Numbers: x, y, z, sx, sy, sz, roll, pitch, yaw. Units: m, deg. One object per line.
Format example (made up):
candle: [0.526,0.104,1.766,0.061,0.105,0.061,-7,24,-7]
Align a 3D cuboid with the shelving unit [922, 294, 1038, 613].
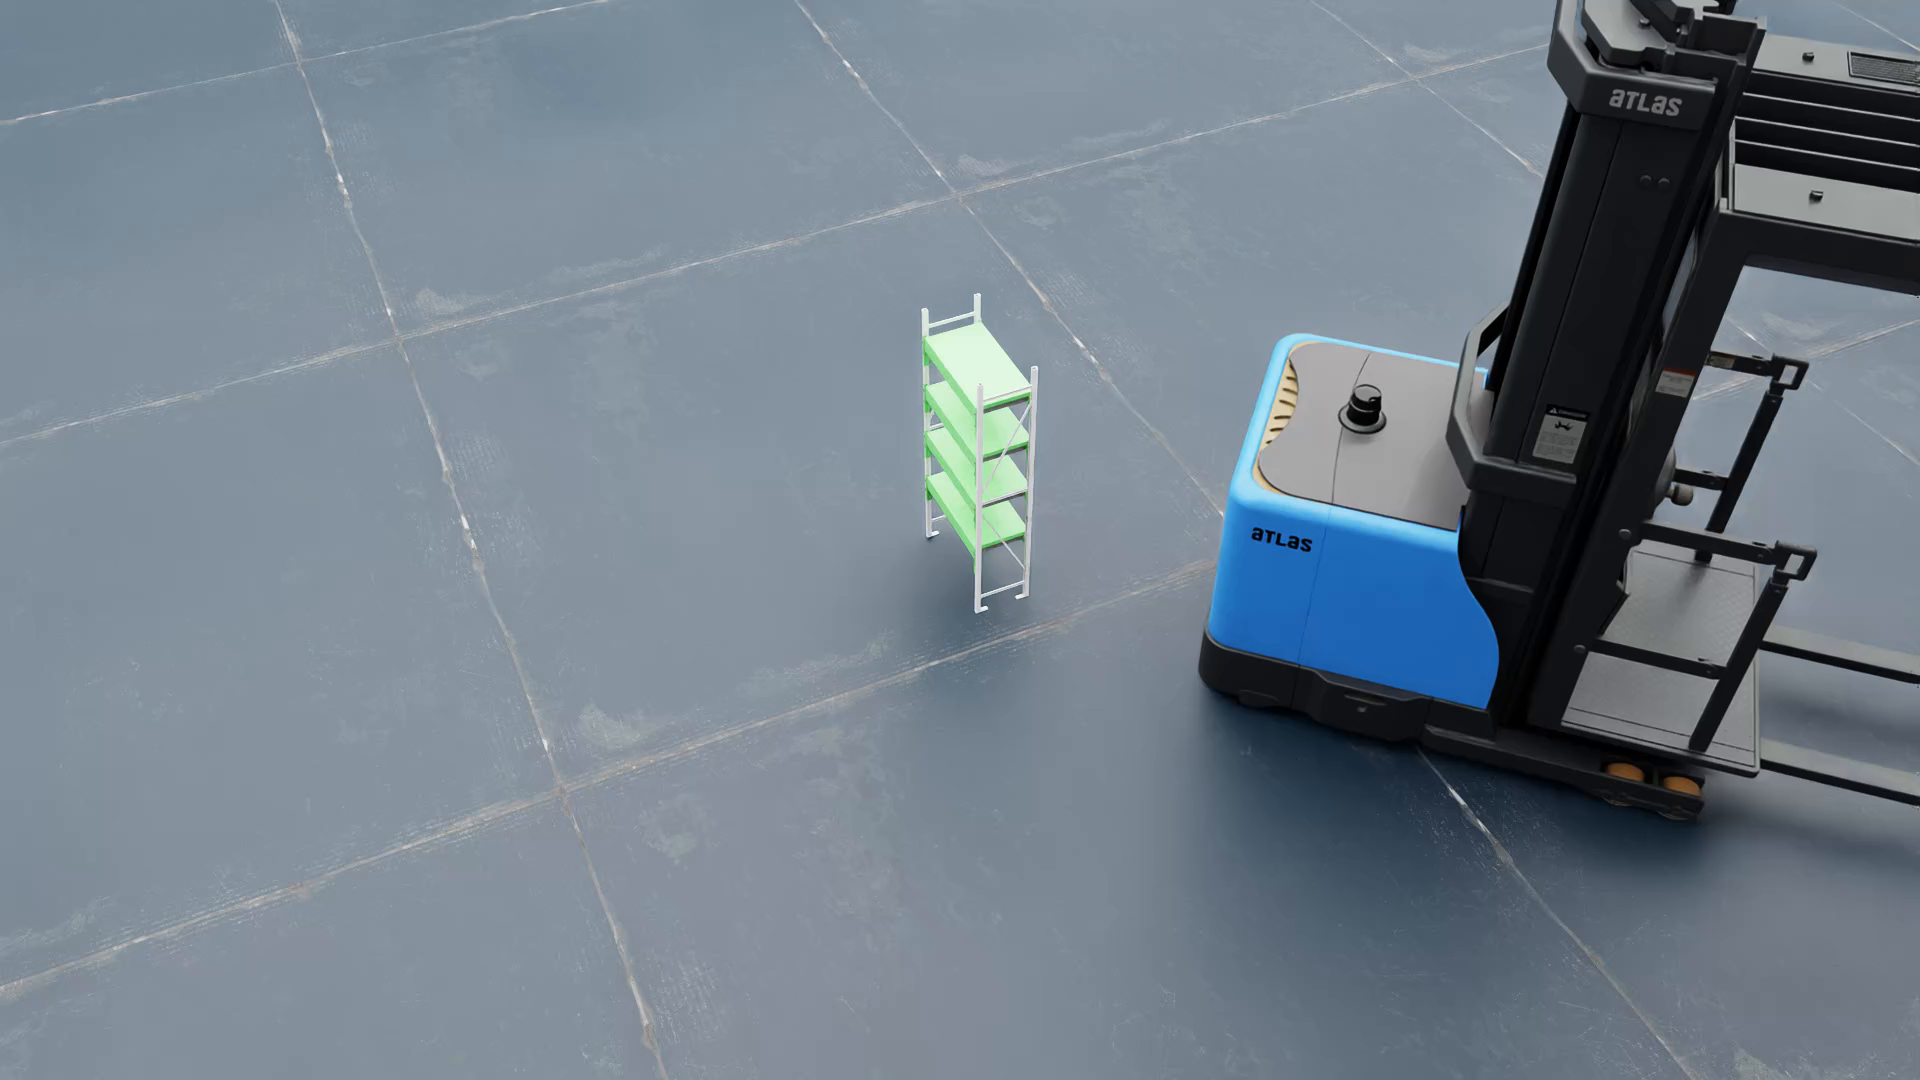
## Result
shelving unit: [0.070,-0.322,6.591,0.258,1.200,0.503,-18,47,-17]

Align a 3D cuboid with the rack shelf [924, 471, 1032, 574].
rack shelf: [0.070,-0.105,6.804,0.258,0.148,0.480,-18,47,-17]

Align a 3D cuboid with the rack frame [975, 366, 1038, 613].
rack frame: [0.172,-0.166,6.433,0.240,1.200,0.015,-18,47,-17]

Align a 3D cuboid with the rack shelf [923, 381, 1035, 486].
rack shelf: [0.070,-0.447,6.467,0.258,0.148,0.480,-18,47,-17]

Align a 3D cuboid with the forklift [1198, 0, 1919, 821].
forklift: [2.506,-0.443,5.481,3.031,2.935,1.130,13,46,13]

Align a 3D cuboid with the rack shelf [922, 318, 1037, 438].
rack shelf: [0.070,-0.618,6.298,0.258,0.148,0.480,-18,47,-17]

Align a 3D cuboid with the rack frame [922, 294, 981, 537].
rack frame: [-0.033,-0.477,6.748,0.240,1.200,0.015,-18,47,-17]

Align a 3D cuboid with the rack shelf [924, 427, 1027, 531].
rack shelf: [0.070,-0.276,6.635,0.258,0.148,0.480,-18,47,-17]
